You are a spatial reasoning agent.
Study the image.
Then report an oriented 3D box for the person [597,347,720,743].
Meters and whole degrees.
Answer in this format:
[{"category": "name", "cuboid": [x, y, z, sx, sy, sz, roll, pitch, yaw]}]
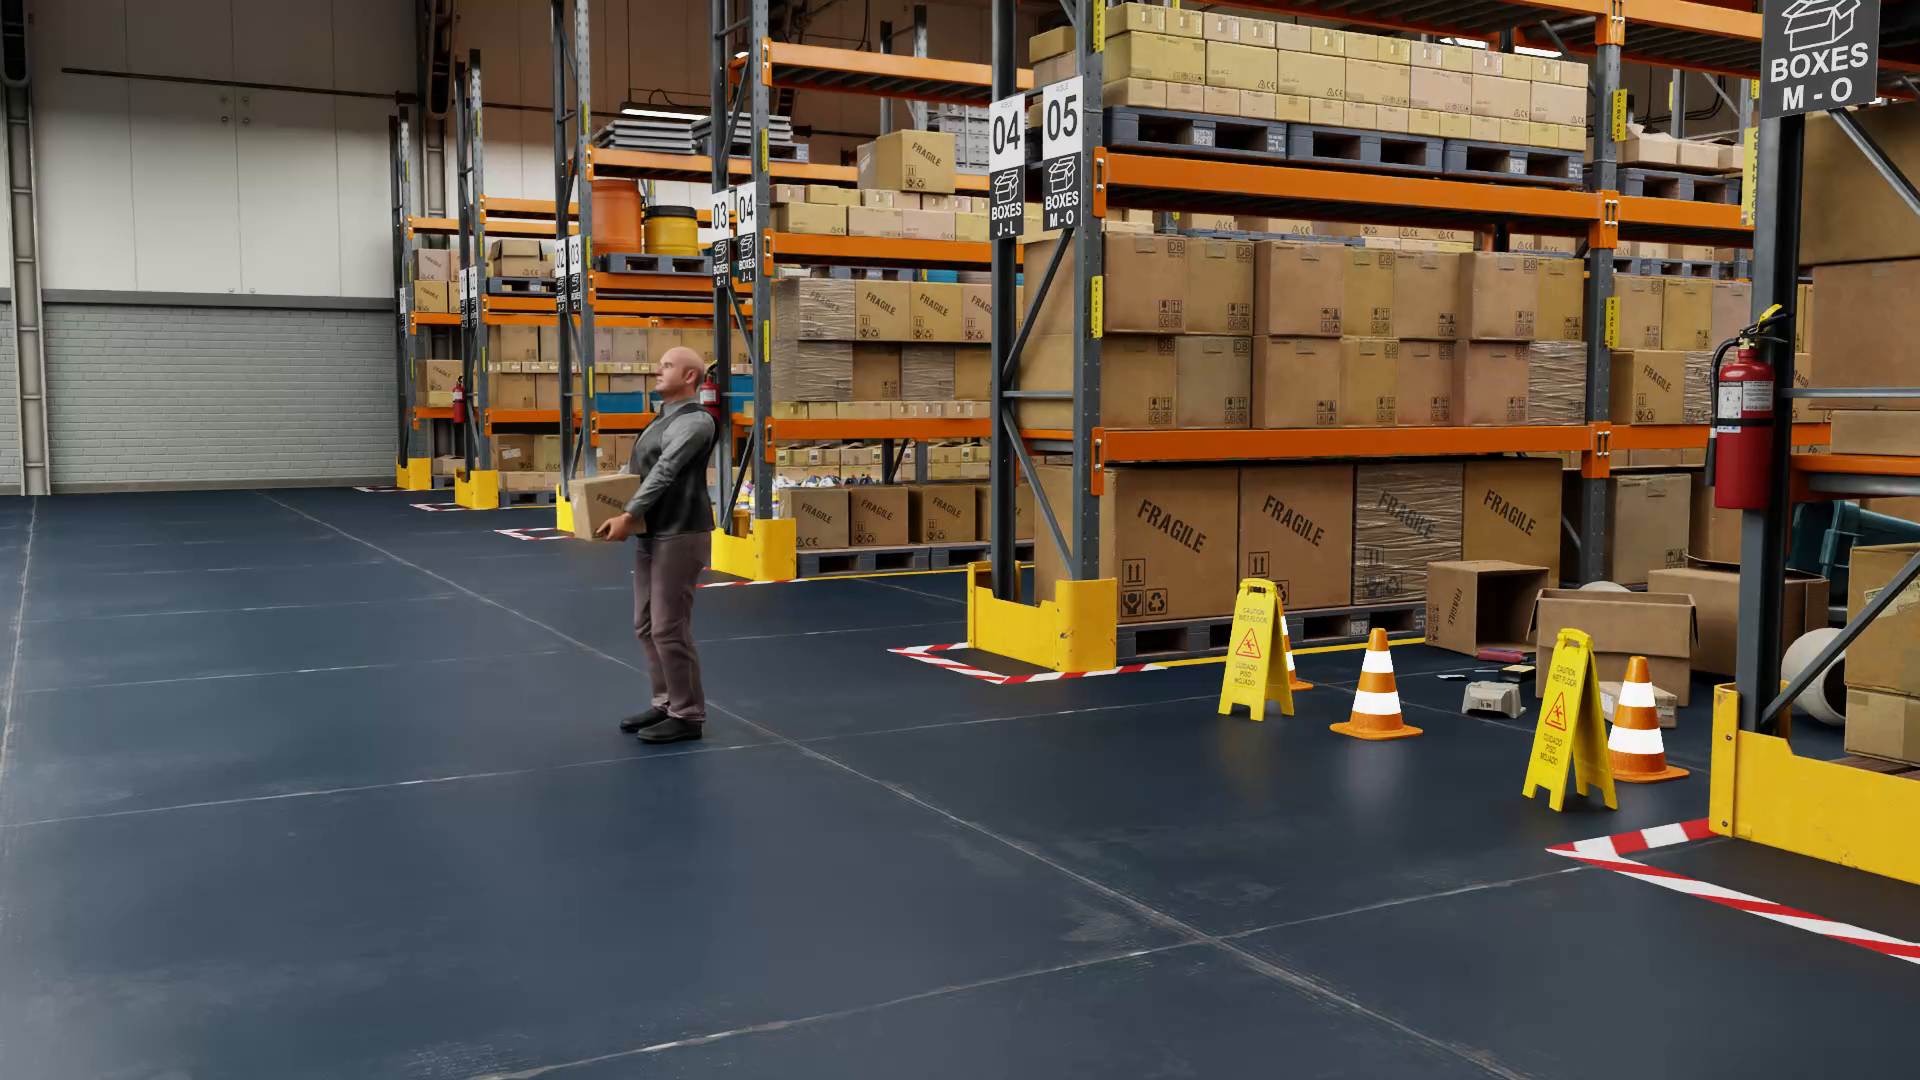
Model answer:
[{"category": "person", "cuboid": [-1.350, 0.015, 7.270, 0.551, 1.711, 0.494, -3, 6, -28]}]
